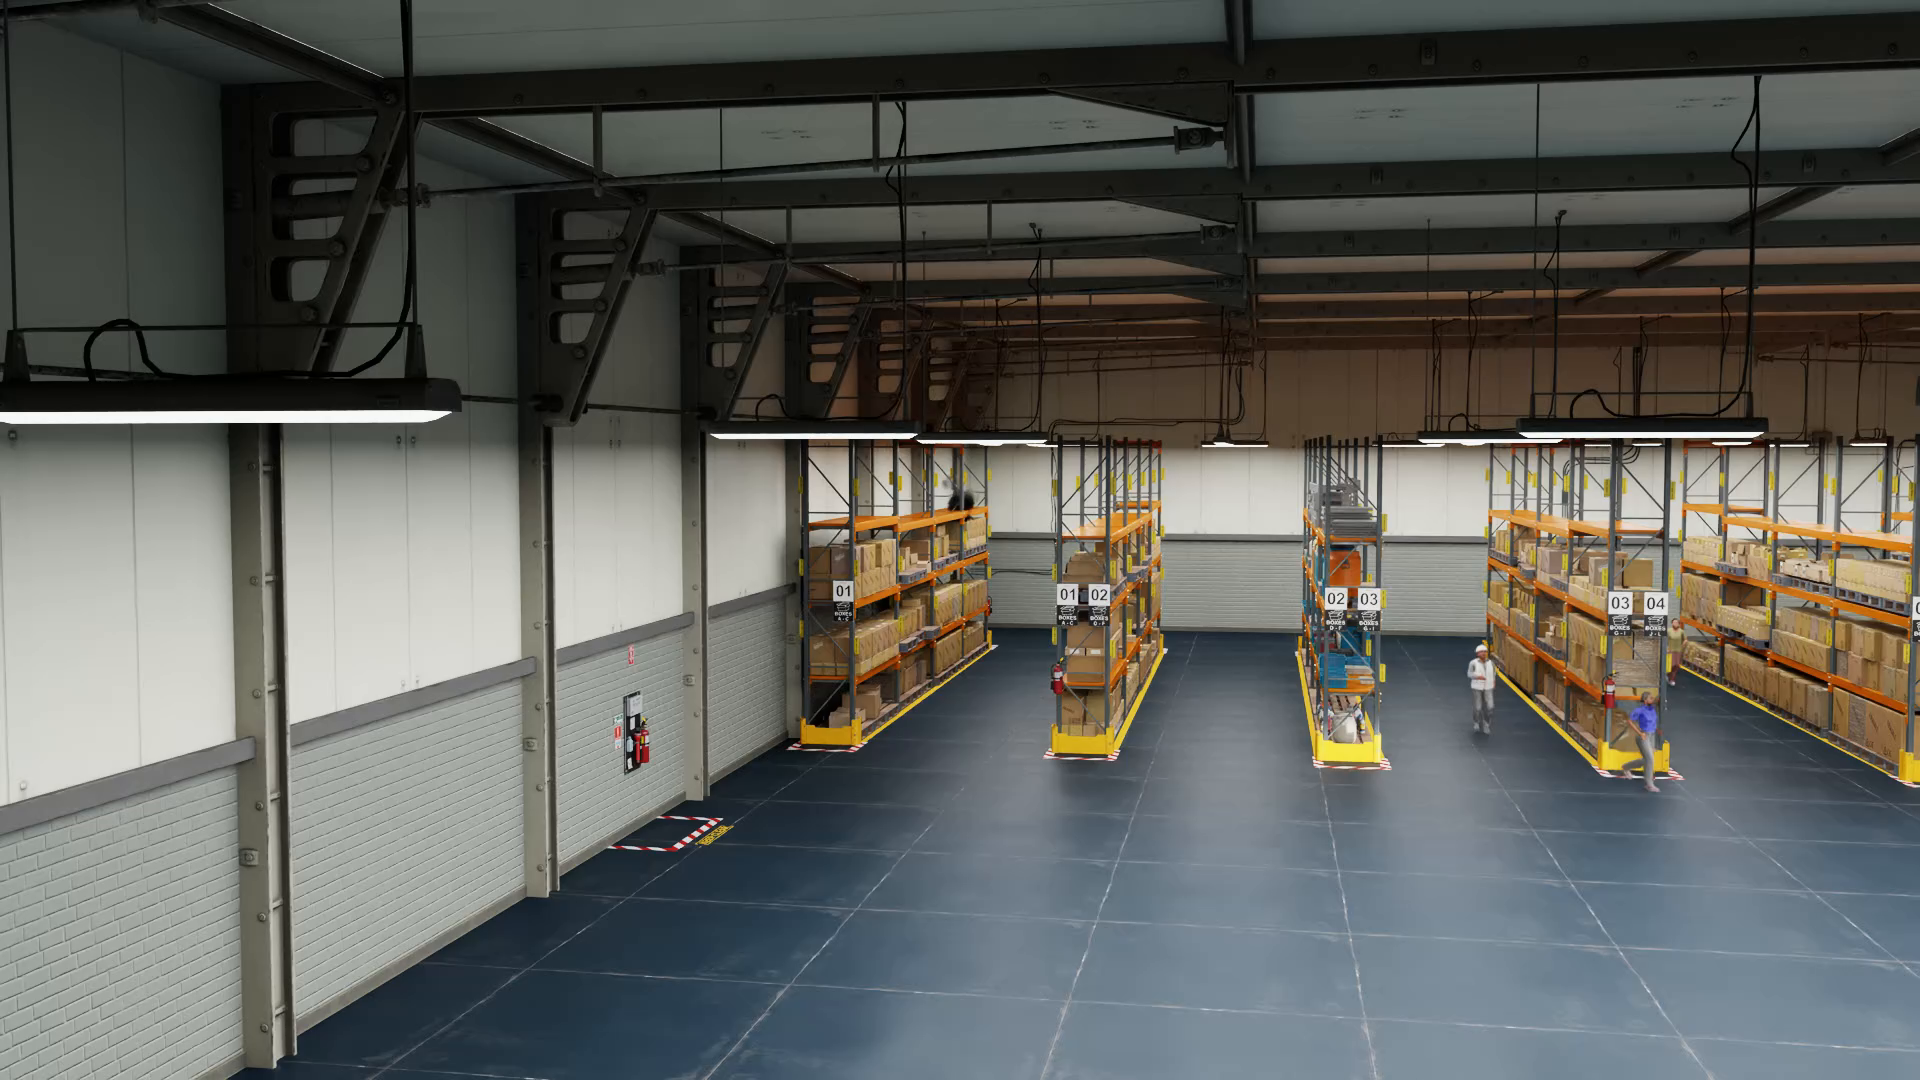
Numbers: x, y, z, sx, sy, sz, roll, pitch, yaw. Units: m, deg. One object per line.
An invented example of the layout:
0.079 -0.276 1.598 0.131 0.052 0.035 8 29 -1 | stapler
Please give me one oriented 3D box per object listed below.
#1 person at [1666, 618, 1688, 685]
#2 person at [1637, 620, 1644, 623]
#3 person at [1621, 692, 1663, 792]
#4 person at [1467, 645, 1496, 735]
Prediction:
17.388 2.720 40.393 0.565 1.637 0.538 1 3 10 | person
17.809 2.497 43.495 0.679 1.749 0.824 0 3 8 | person
11.590 3.397 28.234 0.606 1.659 0.806 -2 4 -35 | person
10.560 3.028 33.578 0.640 1.819 0.680 0 3 2 | person
